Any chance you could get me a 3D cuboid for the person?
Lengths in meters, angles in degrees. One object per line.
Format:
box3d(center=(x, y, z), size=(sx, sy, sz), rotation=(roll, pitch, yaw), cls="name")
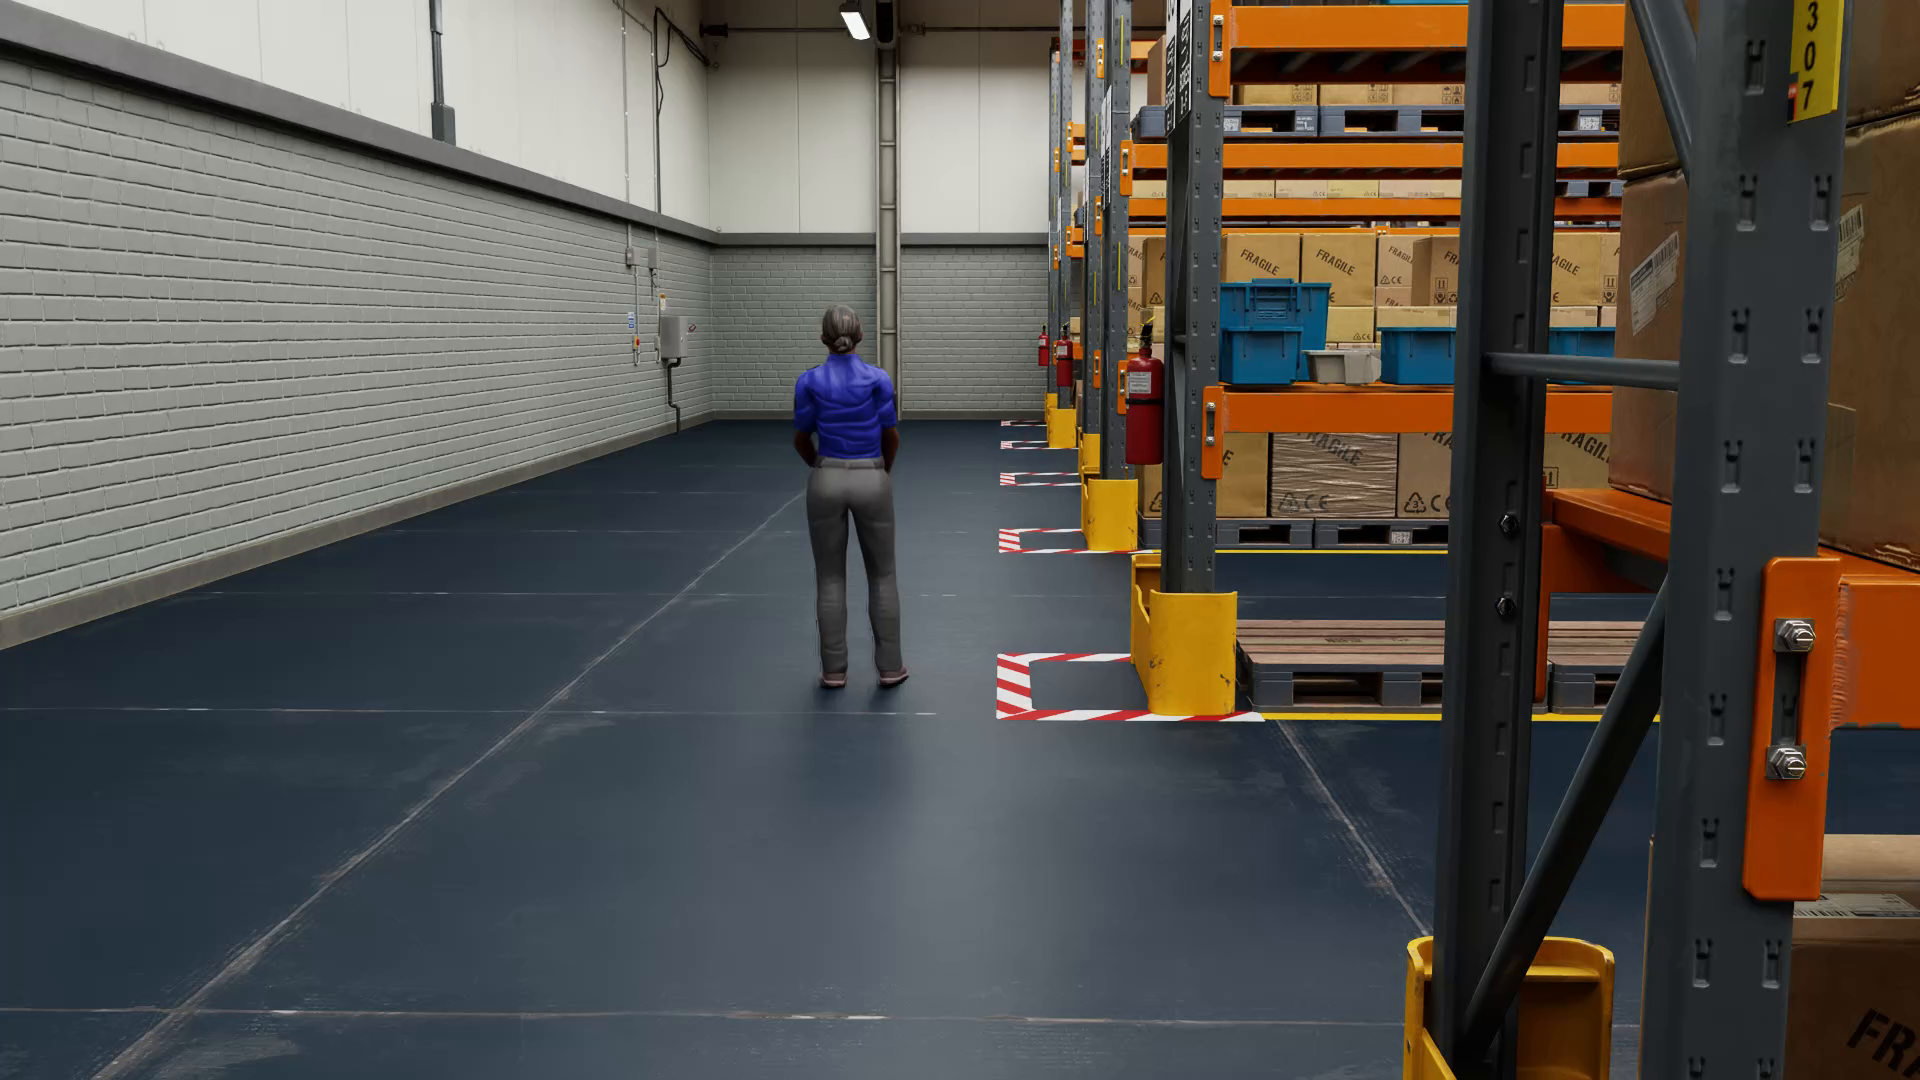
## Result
box3d(center=(-0.476, -0.190, 7.269), size=(0.488, 1.658, 0.488), rotation=(0, 7, 1), cls="person")
